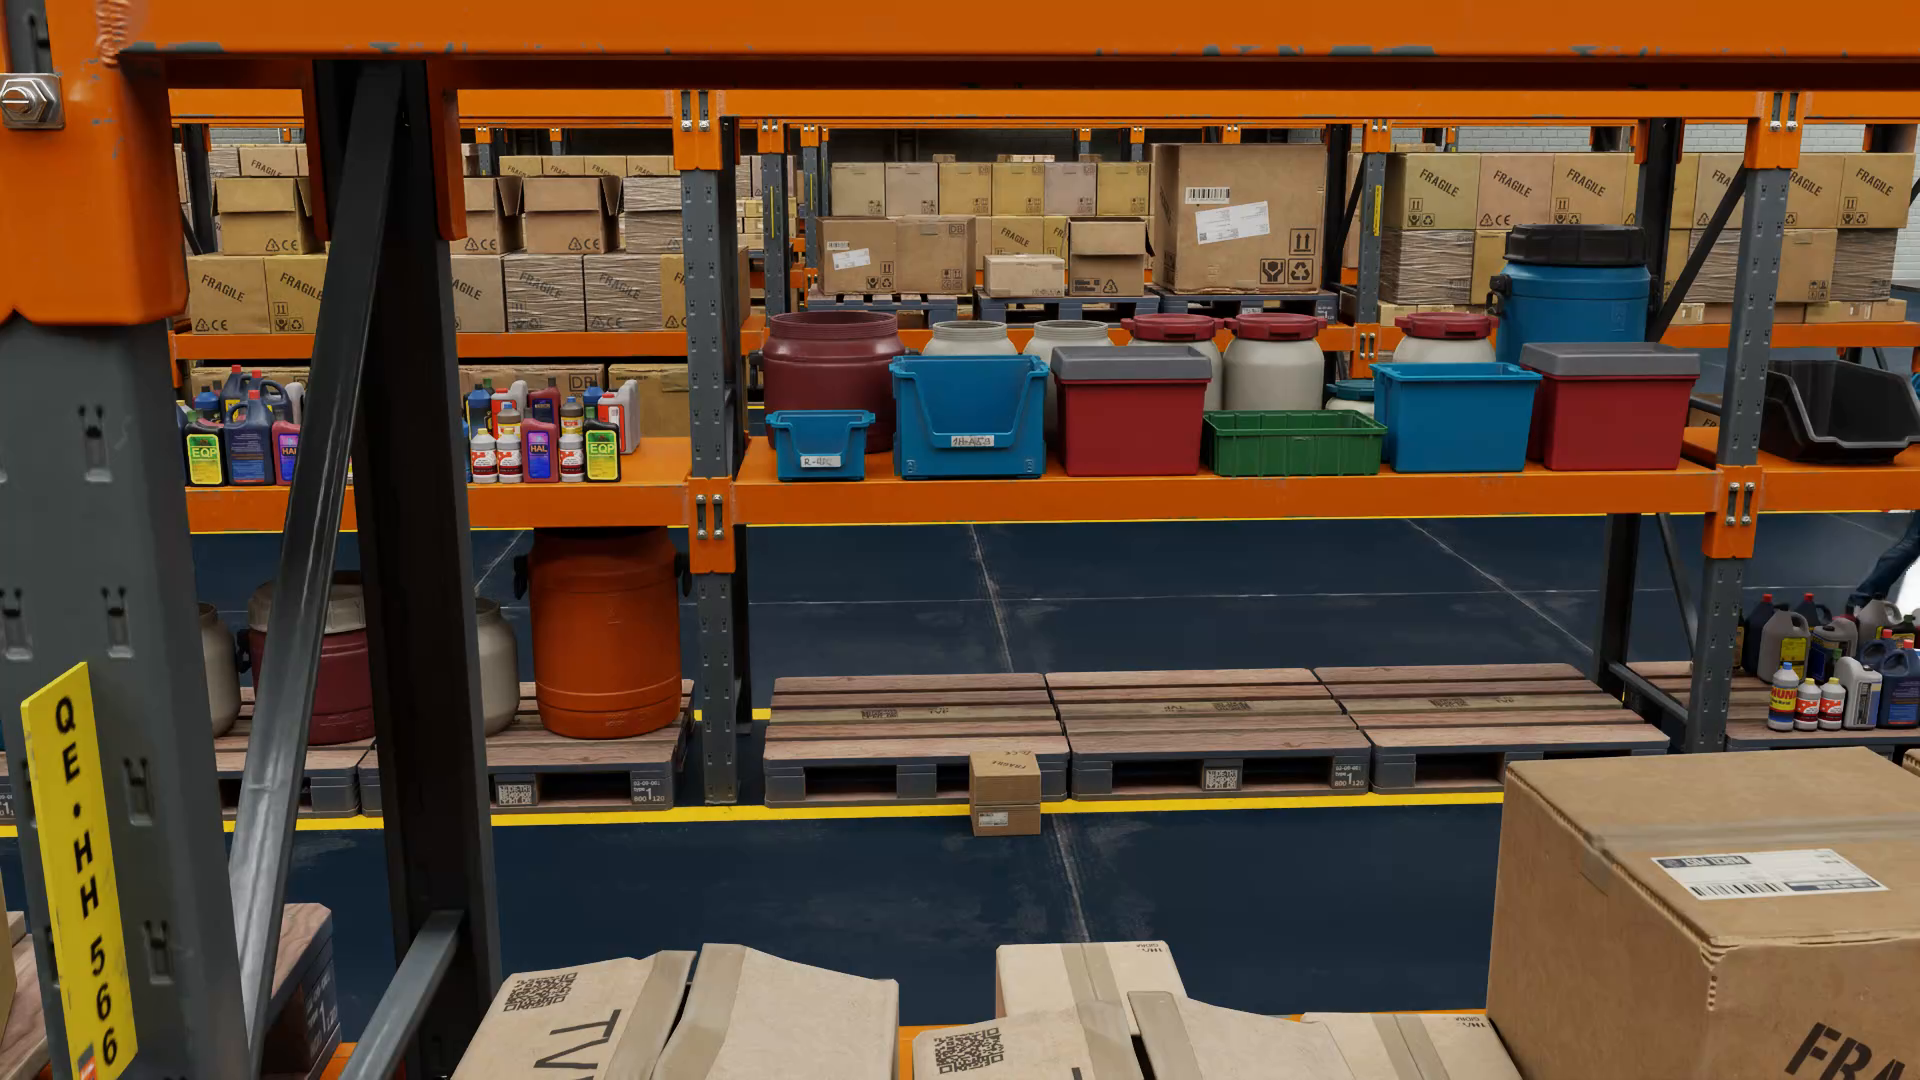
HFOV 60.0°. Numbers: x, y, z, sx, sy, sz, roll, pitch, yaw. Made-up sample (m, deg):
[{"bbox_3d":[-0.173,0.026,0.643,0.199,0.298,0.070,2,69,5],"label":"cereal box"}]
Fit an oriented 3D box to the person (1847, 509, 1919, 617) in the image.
[{"bbox_3d":[5.196,-0.307,8.732,0.944,1.536,0.408,-1,14,-2],"label":"person"}]
